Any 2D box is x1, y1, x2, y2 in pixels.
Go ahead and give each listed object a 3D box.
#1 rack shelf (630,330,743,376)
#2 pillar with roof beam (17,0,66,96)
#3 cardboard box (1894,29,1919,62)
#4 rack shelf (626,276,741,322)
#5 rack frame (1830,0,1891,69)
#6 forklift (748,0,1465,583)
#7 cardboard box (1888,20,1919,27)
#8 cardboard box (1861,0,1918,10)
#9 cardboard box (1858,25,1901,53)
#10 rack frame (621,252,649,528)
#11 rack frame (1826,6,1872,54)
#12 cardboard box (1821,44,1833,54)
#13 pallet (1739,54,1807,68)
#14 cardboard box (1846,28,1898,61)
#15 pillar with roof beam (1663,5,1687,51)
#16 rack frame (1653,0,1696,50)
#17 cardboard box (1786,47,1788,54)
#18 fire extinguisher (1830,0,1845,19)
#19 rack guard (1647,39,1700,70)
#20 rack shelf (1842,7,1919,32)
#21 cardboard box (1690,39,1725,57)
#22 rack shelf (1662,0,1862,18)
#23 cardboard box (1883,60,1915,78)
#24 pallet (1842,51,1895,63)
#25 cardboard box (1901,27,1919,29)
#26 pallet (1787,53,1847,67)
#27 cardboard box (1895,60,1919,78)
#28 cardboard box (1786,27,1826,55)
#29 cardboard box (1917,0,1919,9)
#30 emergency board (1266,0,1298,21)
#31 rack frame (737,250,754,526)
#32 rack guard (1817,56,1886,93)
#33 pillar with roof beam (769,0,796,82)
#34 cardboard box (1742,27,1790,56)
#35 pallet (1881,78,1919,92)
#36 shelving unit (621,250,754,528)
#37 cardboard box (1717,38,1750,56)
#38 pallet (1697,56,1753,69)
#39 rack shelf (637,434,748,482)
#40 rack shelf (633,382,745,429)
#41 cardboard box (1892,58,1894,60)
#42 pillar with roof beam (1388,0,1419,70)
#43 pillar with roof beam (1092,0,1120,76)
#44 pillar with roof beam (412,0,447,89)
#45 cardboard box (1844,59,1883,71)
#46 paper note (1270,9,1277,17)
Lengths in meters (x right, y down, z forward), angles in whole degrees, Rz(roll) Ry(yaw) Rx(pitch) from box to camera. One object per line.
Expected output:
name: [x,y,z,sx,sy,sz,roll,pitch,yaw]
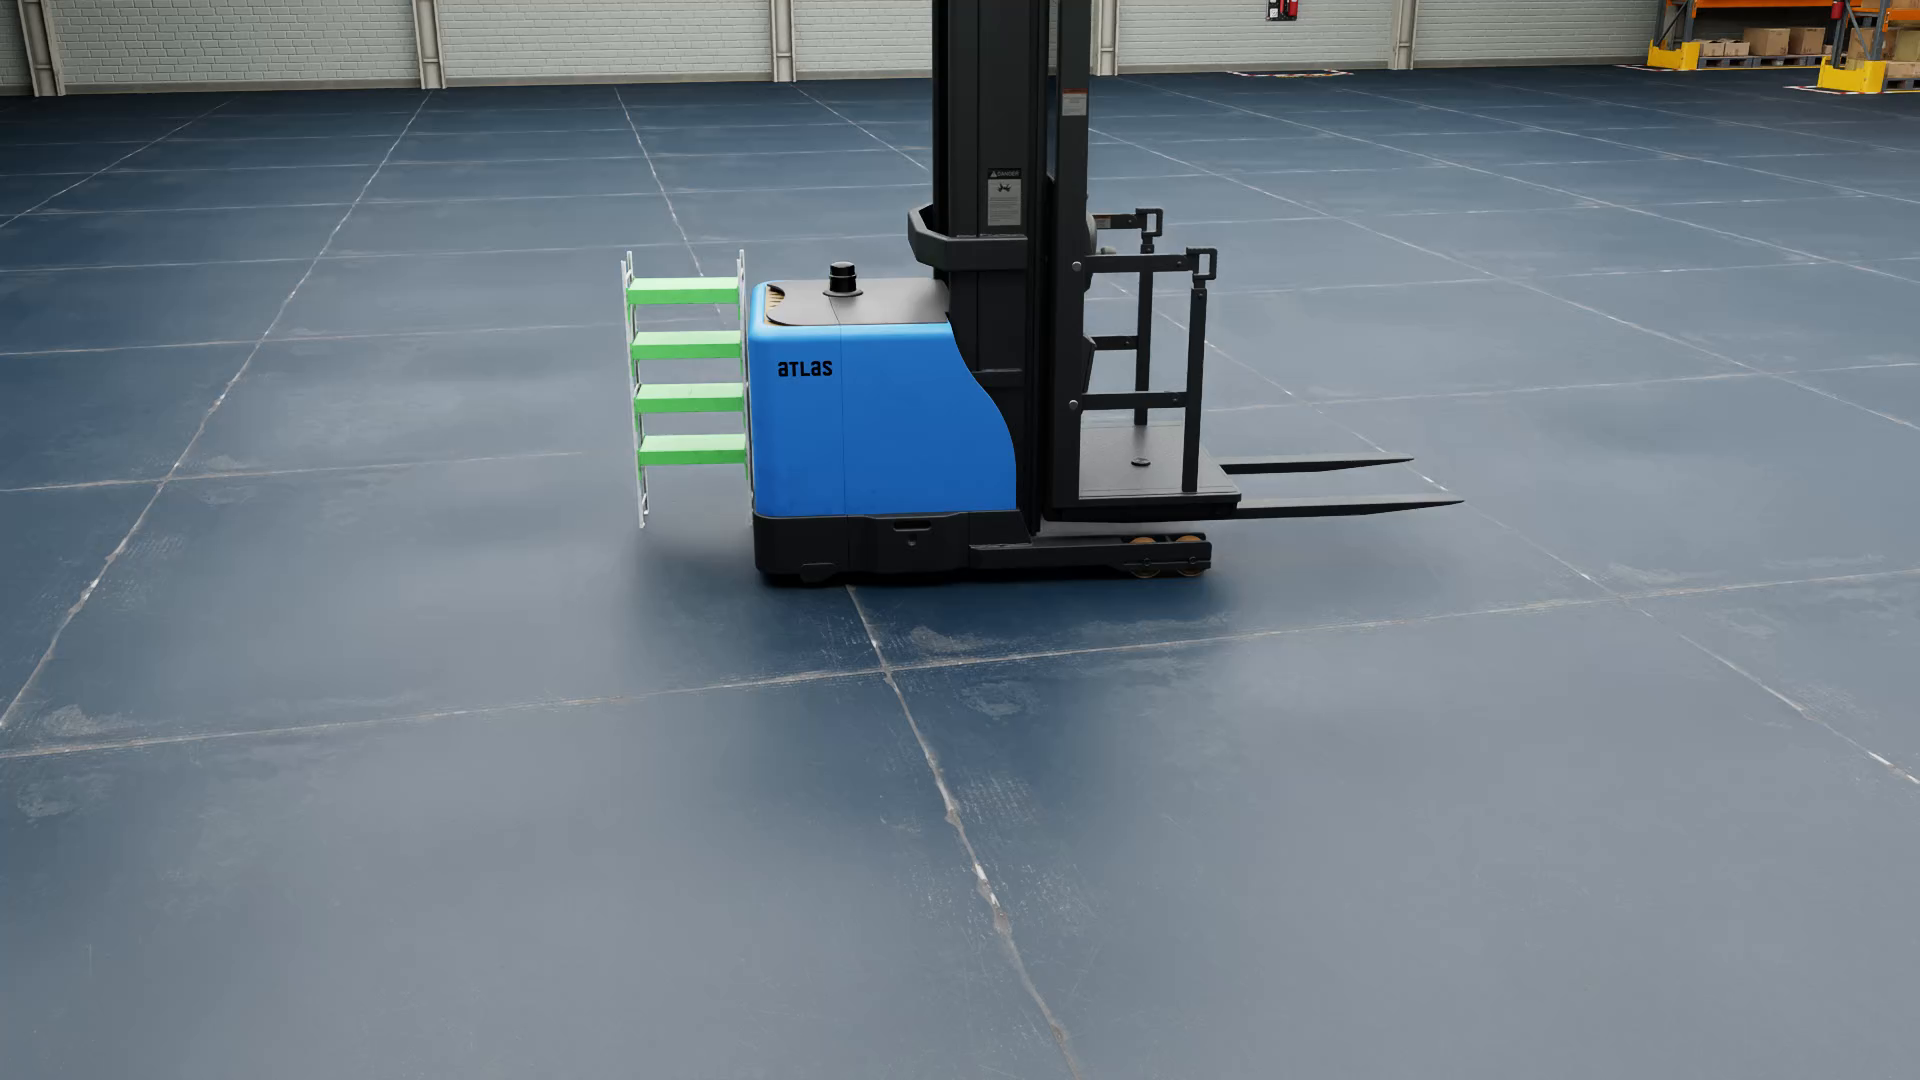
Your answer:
rack shelf: [-1.193,-0.828,7.318,0.480,0.148,0.258,-1,20,-4]
pillar with roof beam: [-13.828,-10.029,21.611,0.400,9.000,9.100,-5,21,-12]
cardboard box: [16.097,-8.292,27.886,0.500,0.500,0.500,-5,21,-12]
rack shelf: [-1.193,-1.053,7.235,0.480,0.148,0.258,-1,20,-4]
rack frame: [15.038,-9.025,27.591,0.127,3.000,1.000,-5,21,-12]
forklift: [0.626,-1.398,6.870,3.031,2.935,1.130,-2,20,-5]
cardboard box: [18.927,-10.484,33.479,0.500,0.250,0.500,-5,21,-14]
cardboard box: [15.495,-9.105,27.663,0.500,0.500,0.700,-5,21,-12]
cardboard box: [18.500,-10.096,33.510,0.500,0.500,0.700,-4,20,-11]
rack frame: [-1.436,-0.656,7.362,0.015,1.200,0.240,-1,20,-4]
rack frame: [17.787,-11.000,32.981,0.127,3.000,1.000,-5,21,-12]
cardboard box: [17.273,-9.823,33.250,0.250,0.166,0.380,-7,21,-20]
pallet: [15.952,-9.527,33.017,1.213,0.211,1.003,-5,21,-12]
cardboard box: [15.491,-8.425,28.251,0.500,0.500,0.500,-5,21,-12]
pillar with roof beam: [15.367,-12.404,28.093,0.400,9.000,9.100,-5,21,-12]
rack frame: [13.894,-10.683,32.117,0.127,3.000,1.000,-5,21,-12]
cardboard box: [16.226,-9.748,33.069,0.250,0.149,0.380,-6,21,-17]
fire extinguisher: [14.816,-9.135,28.004,0.183,0.674,0.296,-5,21,-12]
rack guard: [13.968,-9.515,32.564,0.348,0.500,1.175,-5,21,-12]
rack shelf: [16.984,-8.846,28.147,4.000,0.370,1.077,-5,21,-12]
cardboard box: [14.588,-9.652,32.571,0.500,0.311,0.500,-7,21,-19]
rack shelf: [15.841,-10.504,32.673,4.000,0.370,1.077,-5,21,-12]
cardboard box: [15.611,-7.899,27.905,0.500,0.250,0.500,-5,21,-12]
pallet: [18.544,-9.752,33.631,1.213,0.211,1.003,-5,21,-12]
cardboard box: [16.461,-8.509,28.480,0.500,0.500,0.500,-5,21,-12]
pallet: [17.142,-9.625,33.284,1.213,0.211,1.003,-5,21,-12]
cardboard box: [16.097,-7.940,28.016,0.500,0.250,0.500,-5,21,-12]
cardboard box: [16.786,-9.937,33.075,0.500,0.500,0.500,-6,21,-17]
cardboard box: [16.005,-9.148,27.781,0.500,0.500,0.700,-4,21,-11]
emergency board: [6.124,-10.370,31.263,0.643,1.169,0.194,-5,21,-12]
rack frame: [-0.950,-0.668,7.394,0.015,1.200,0.240,-1,20,-4]
rack guard: [15.015,-7.849,28.016,0.348,0.500,1.175,-5,21,-12]
pillar with roof beam: [-2.150,-10.979,24.204,0.400,9.000,9.100,-5,21,-12]
cardboard box: [15.869,-9.827,32.775,0.500,0.500,0.700,-6,21,-16]
pallet: [15.773,-7.790,28.275,1.213,0.211,1.003,-5,21,-12]
shelving unit: [-1.193,-0.662,7.378,0.503,1.200,0.258,-1,20,-4]
cardboard box: [15.143,-9.697,32.694,0.500,0.311,0.500,-3,20,-8]
pallet: [14.767,-9.432,32.756,1.213,0.211,1.003,-5,21,-12]
rack shelf: [-1.193,-0.377,7.483,0.480,0.148,0.258,-1,20,-4]
rack shelf: [-1.193,-0.602,7.400,0.480,0.148,0.258,-1,20,-4]
cardboard box: [15.976,-8.116,28.497,0.500,0.250,0.500,-5,21,-12]
pillar with roof beam: [9.528,-11.929,26.797,0.400,9.000,9.100,-5,21,-12]
pillar with roof beam: [3.689,-11.454,25.500,0.400,9.000,9.100,-5,21,-12]
pillar with roof beam: [-7.989,-10.504,22.907,0.400,9.000,9.100,-5,21,-12]
cardboard box: [15.492,-8.073,28.378,0.500,0.250,0.500,-5,21,-12]
paper note: [5.936,-9.966,31.440,0.142,0.148,0.016,-5,21,-12]
